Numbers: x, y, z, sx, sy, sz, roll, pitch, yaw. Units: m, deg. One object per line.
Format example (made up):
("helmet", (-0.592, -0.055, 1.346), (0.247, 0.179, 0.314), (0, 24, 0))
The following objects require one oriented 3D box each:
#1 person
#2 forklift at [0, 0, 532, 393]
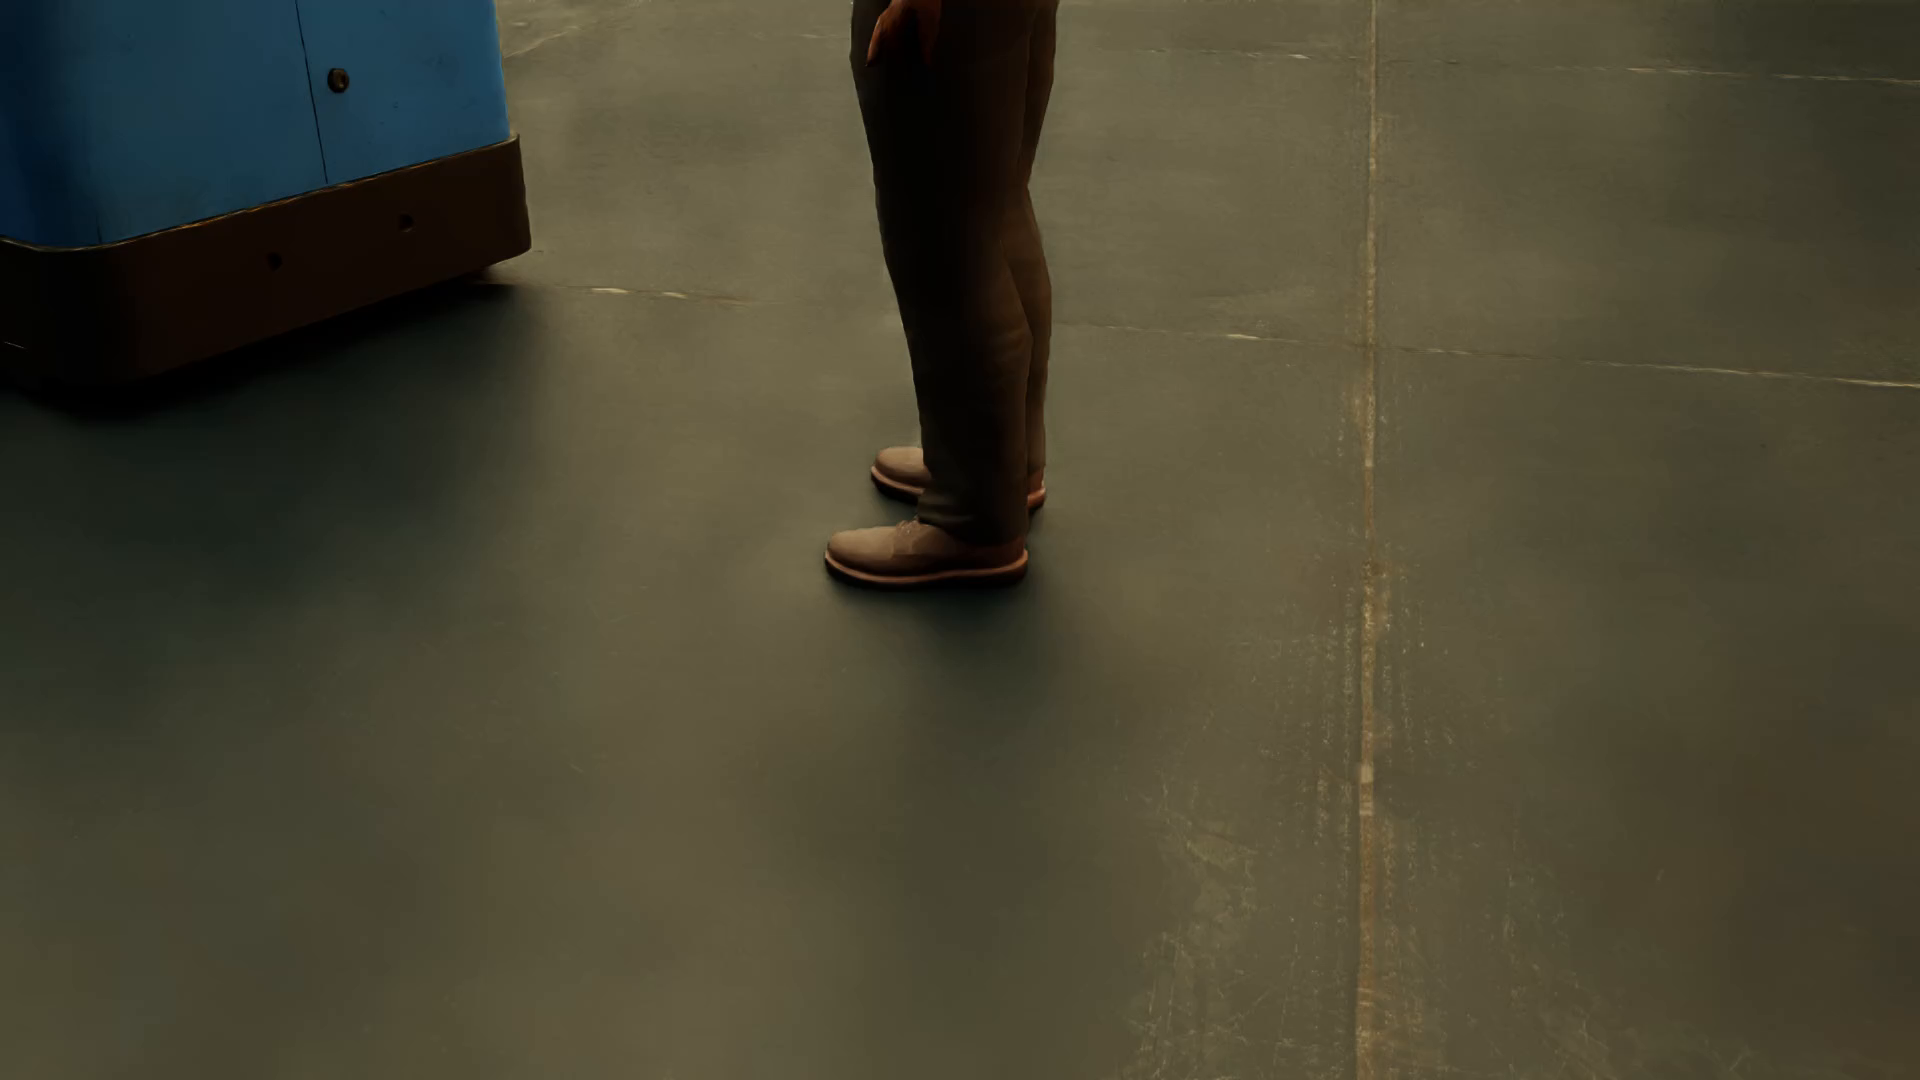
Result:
("person", (-0.022, -0.745, 2.138), (0.320, 1.662, 0.446), (6, 27, 11))
("forklift", (-2.436, -2.066, 3.342), (3.031, 2.935, 1.130), (17, 31, 30))
